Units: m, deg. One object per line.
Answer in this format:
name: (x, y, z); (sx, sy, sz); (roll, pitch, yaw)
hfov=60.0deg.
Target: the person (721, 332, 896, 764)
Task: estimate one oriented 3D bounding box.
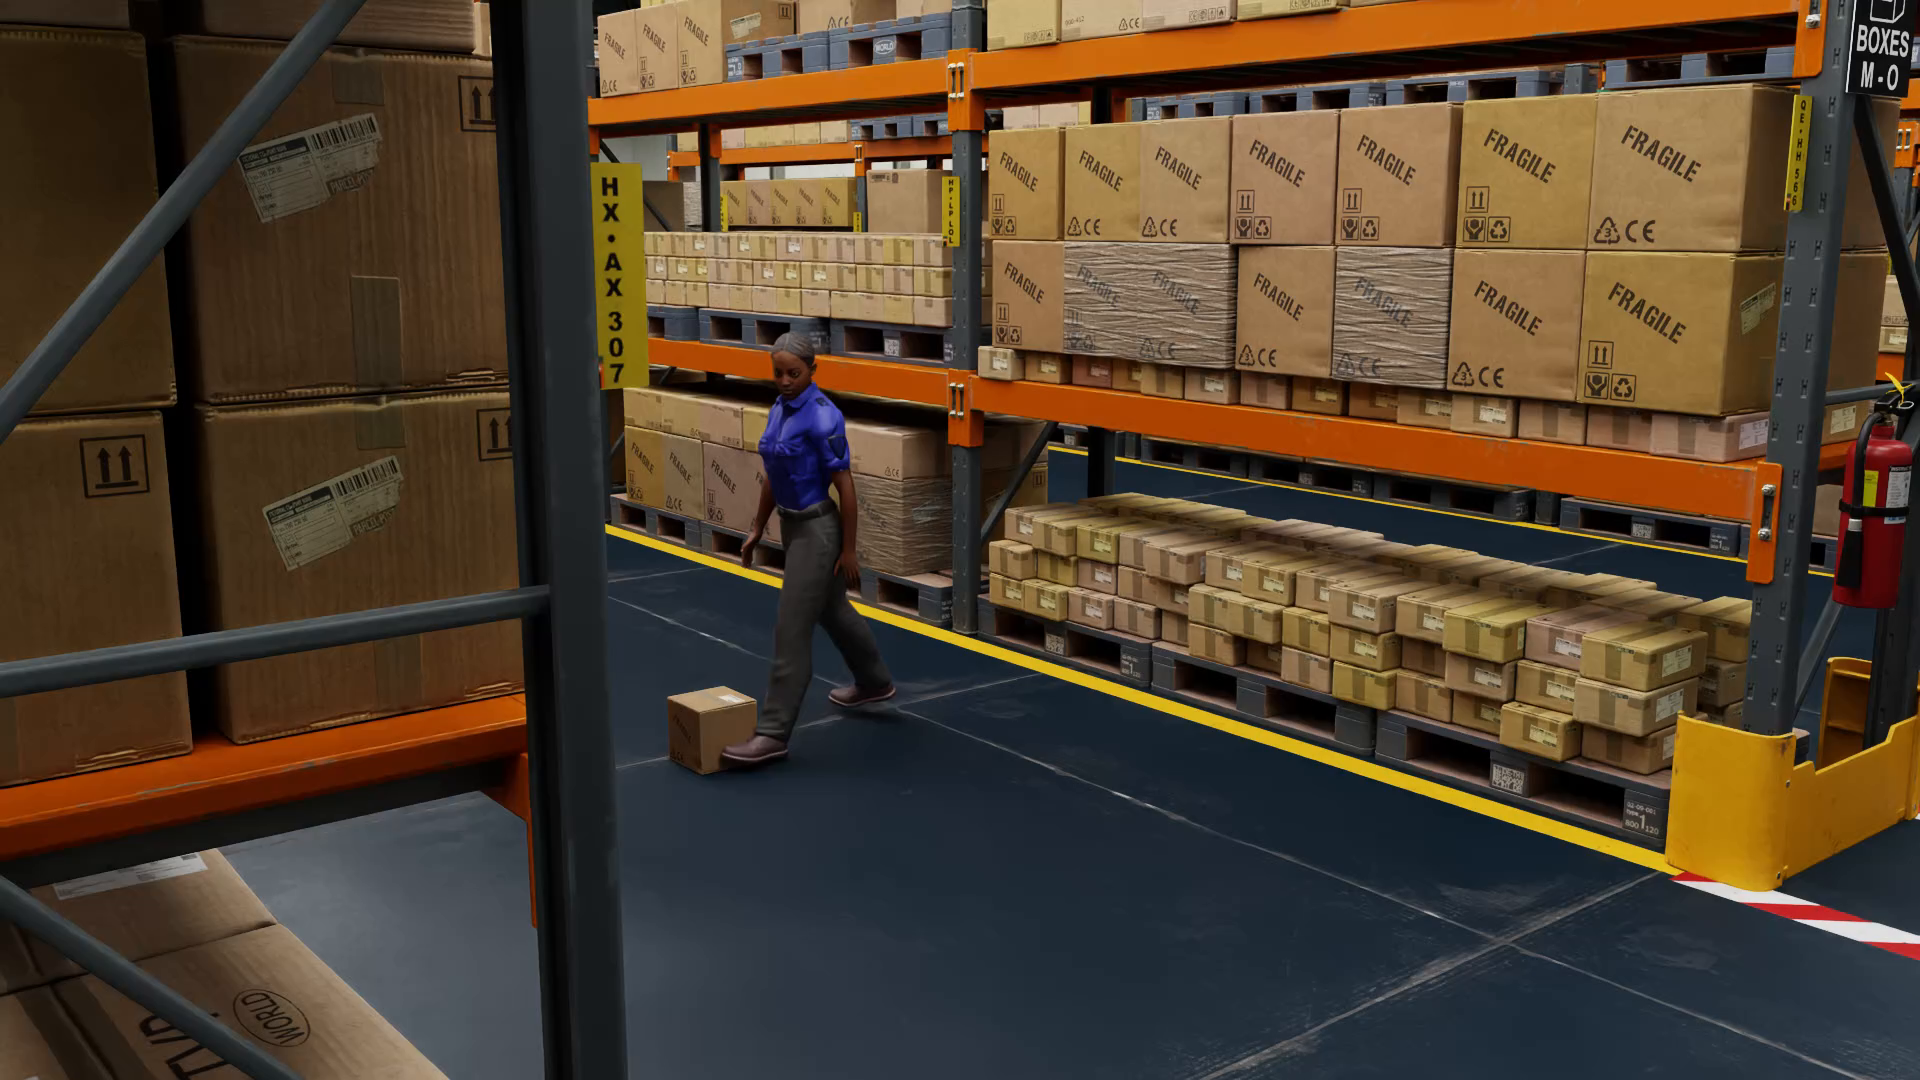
person: (-0.613, -0.015, 6.537); (0.903, 1.615, 0.615); (-6, 12, -27)
